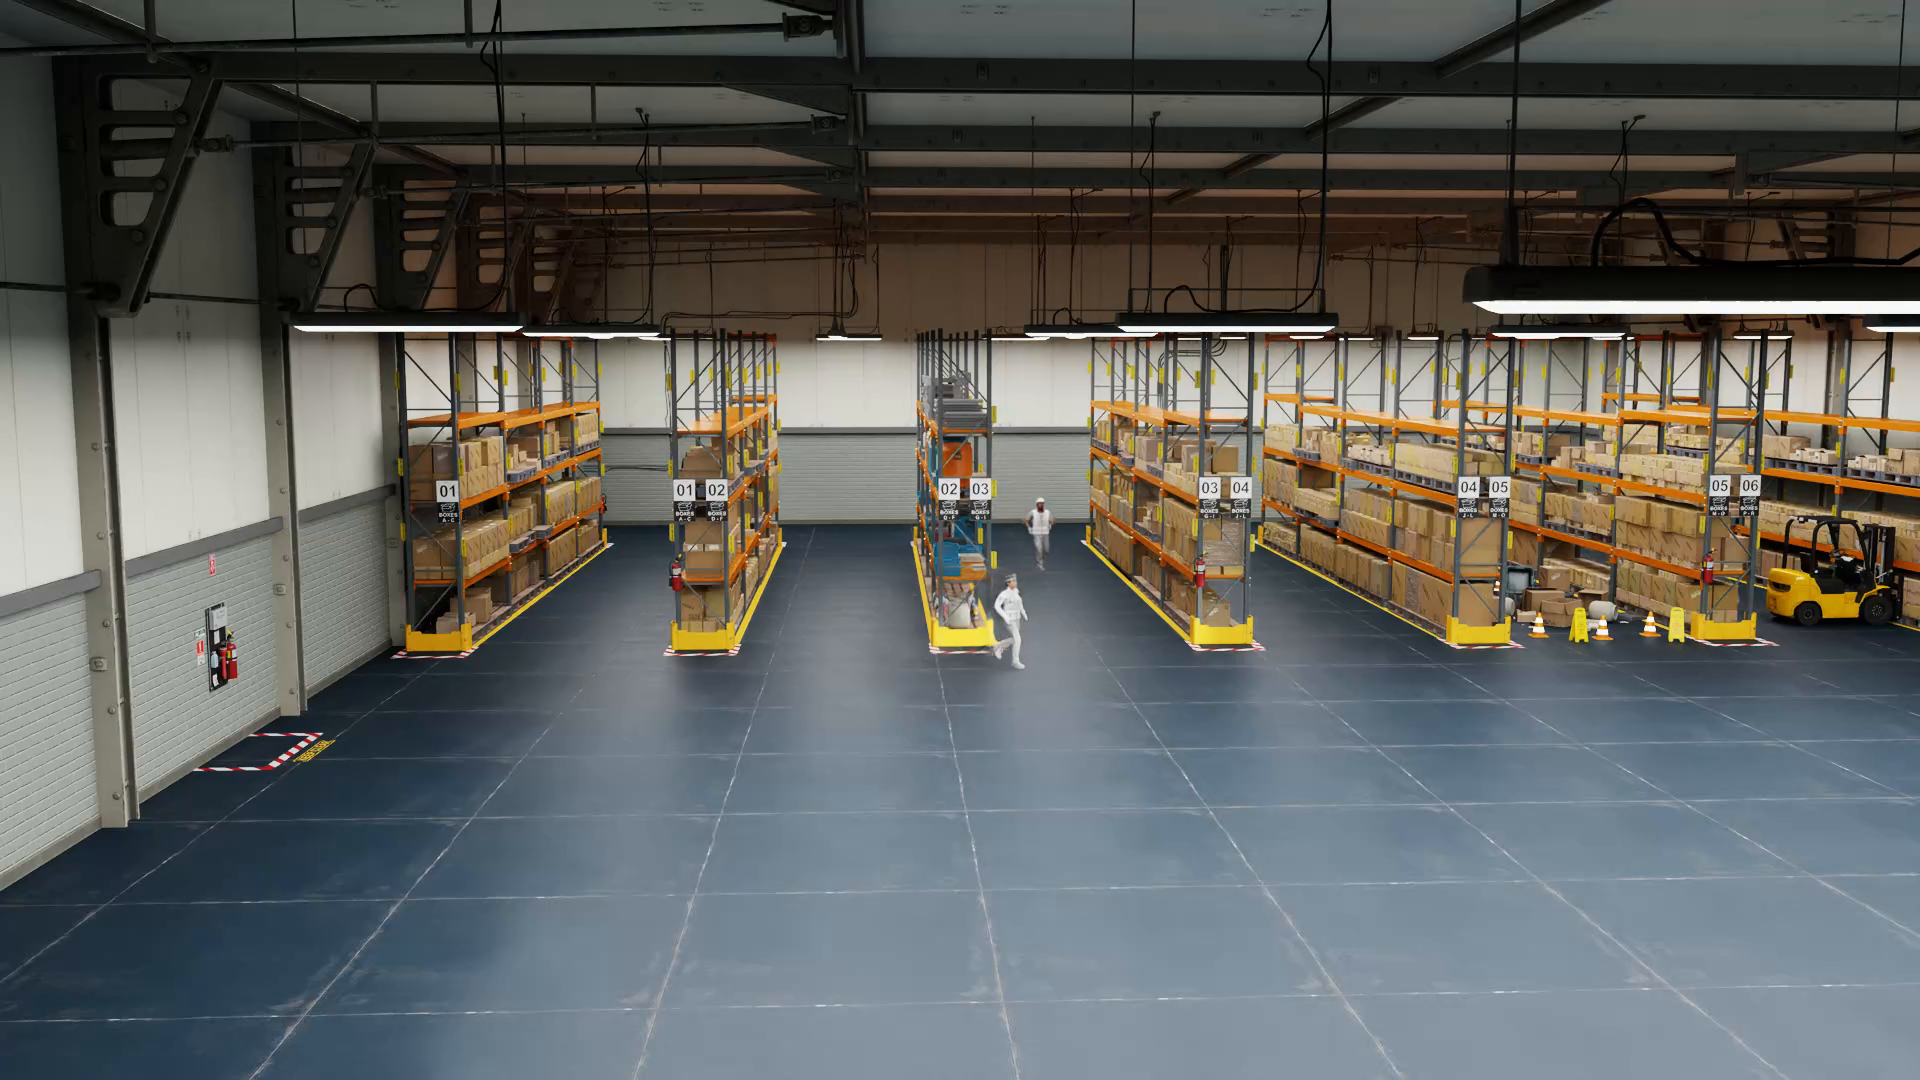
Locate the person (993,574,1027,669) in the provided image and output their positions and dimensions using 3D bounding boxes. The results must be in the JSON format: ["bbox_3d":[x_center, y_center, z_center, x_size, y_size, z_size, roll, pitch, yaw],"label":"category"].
[{"bbox_3d":[0.860,1.418,29.594,0.759,1.679,0.645,5,8,37],"label":"person"}]

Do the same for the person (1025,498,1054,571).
[{"bbox_3d":[1.932,-0.127,39.990,0.706,1.759,0.760,-1,7,-12],"label":"person"}]

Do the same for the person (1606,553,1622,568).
[{"bbox_3d":[16.289,0.035,41.459,0.537,1.682,1.104,0,7,-3],"label":"person"}]
